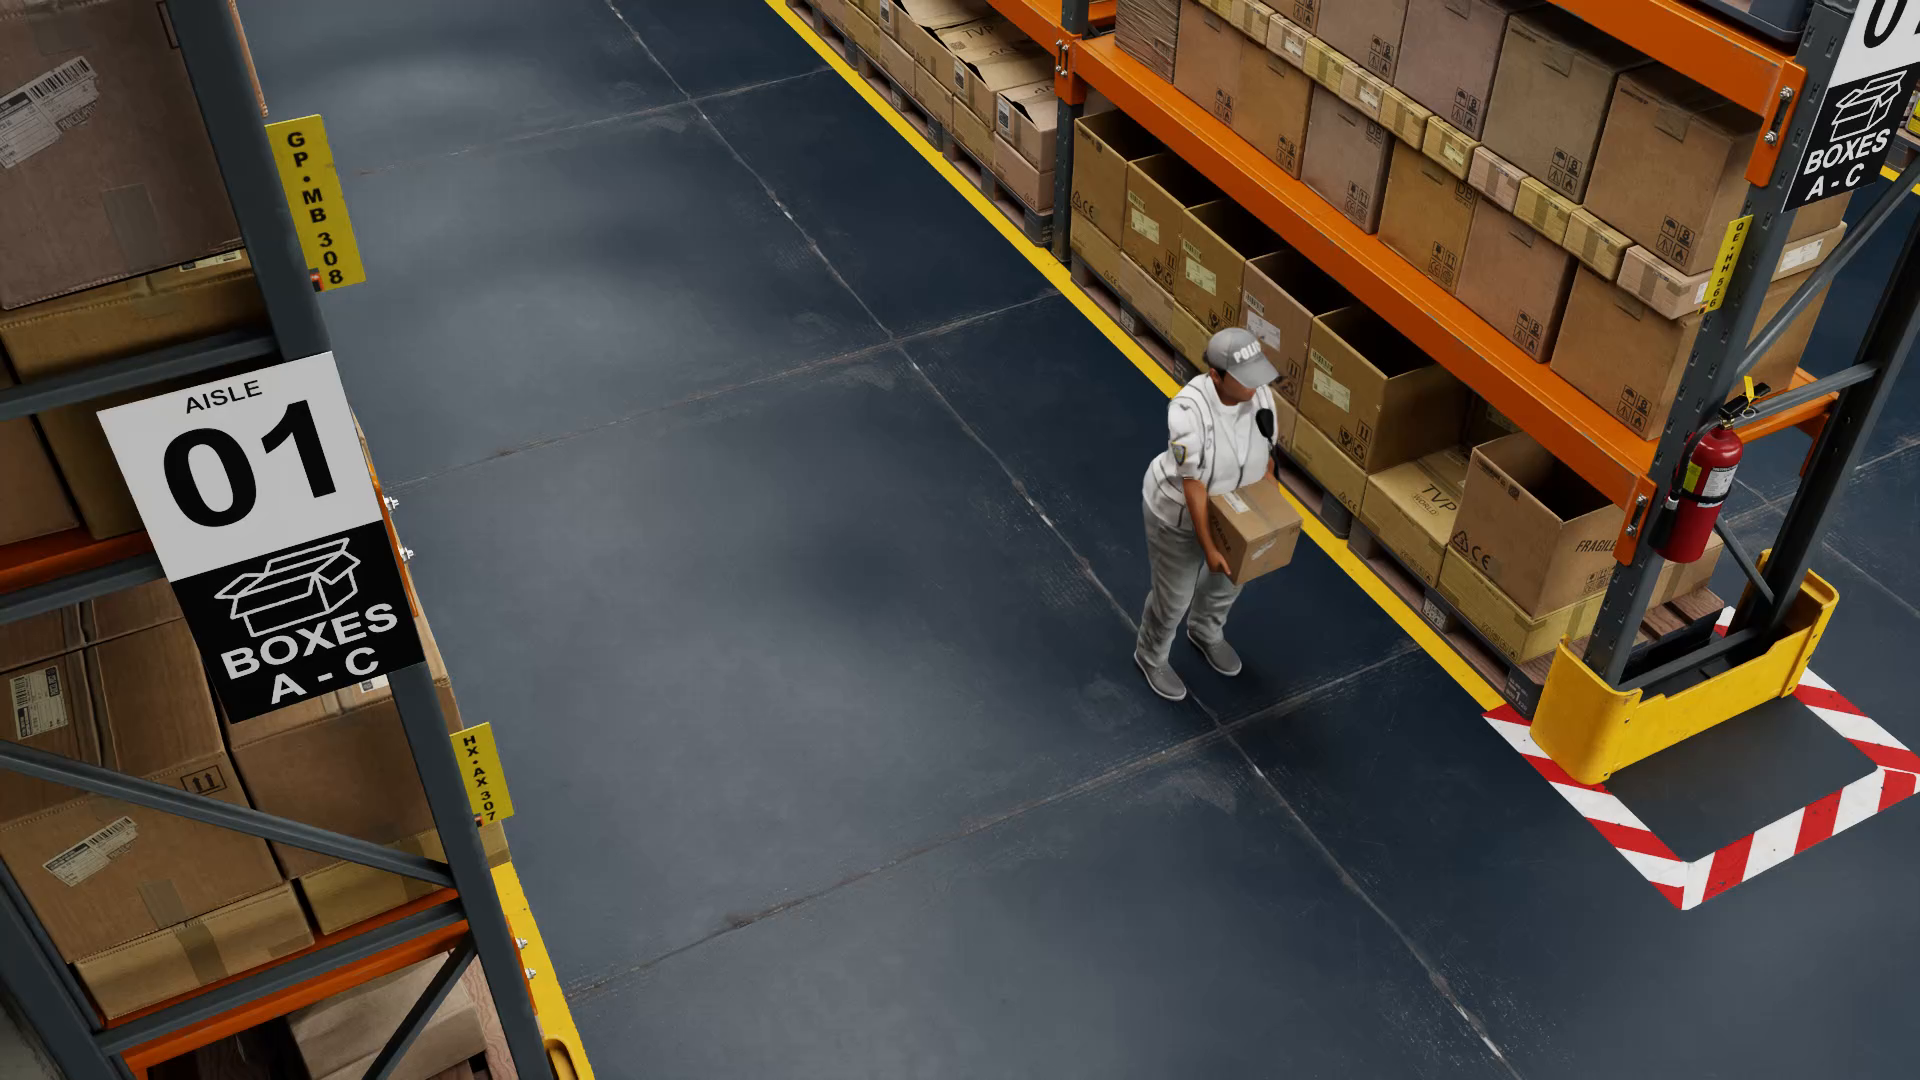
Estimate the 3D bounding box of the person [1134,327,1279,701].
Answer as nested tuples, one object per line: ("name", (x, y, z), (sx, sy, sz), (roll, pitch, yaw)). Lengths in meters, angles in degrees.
("person", (0.961, -0.077, 6.256), (0.452, 1.660, 0.560), (-21, 46, -22))
